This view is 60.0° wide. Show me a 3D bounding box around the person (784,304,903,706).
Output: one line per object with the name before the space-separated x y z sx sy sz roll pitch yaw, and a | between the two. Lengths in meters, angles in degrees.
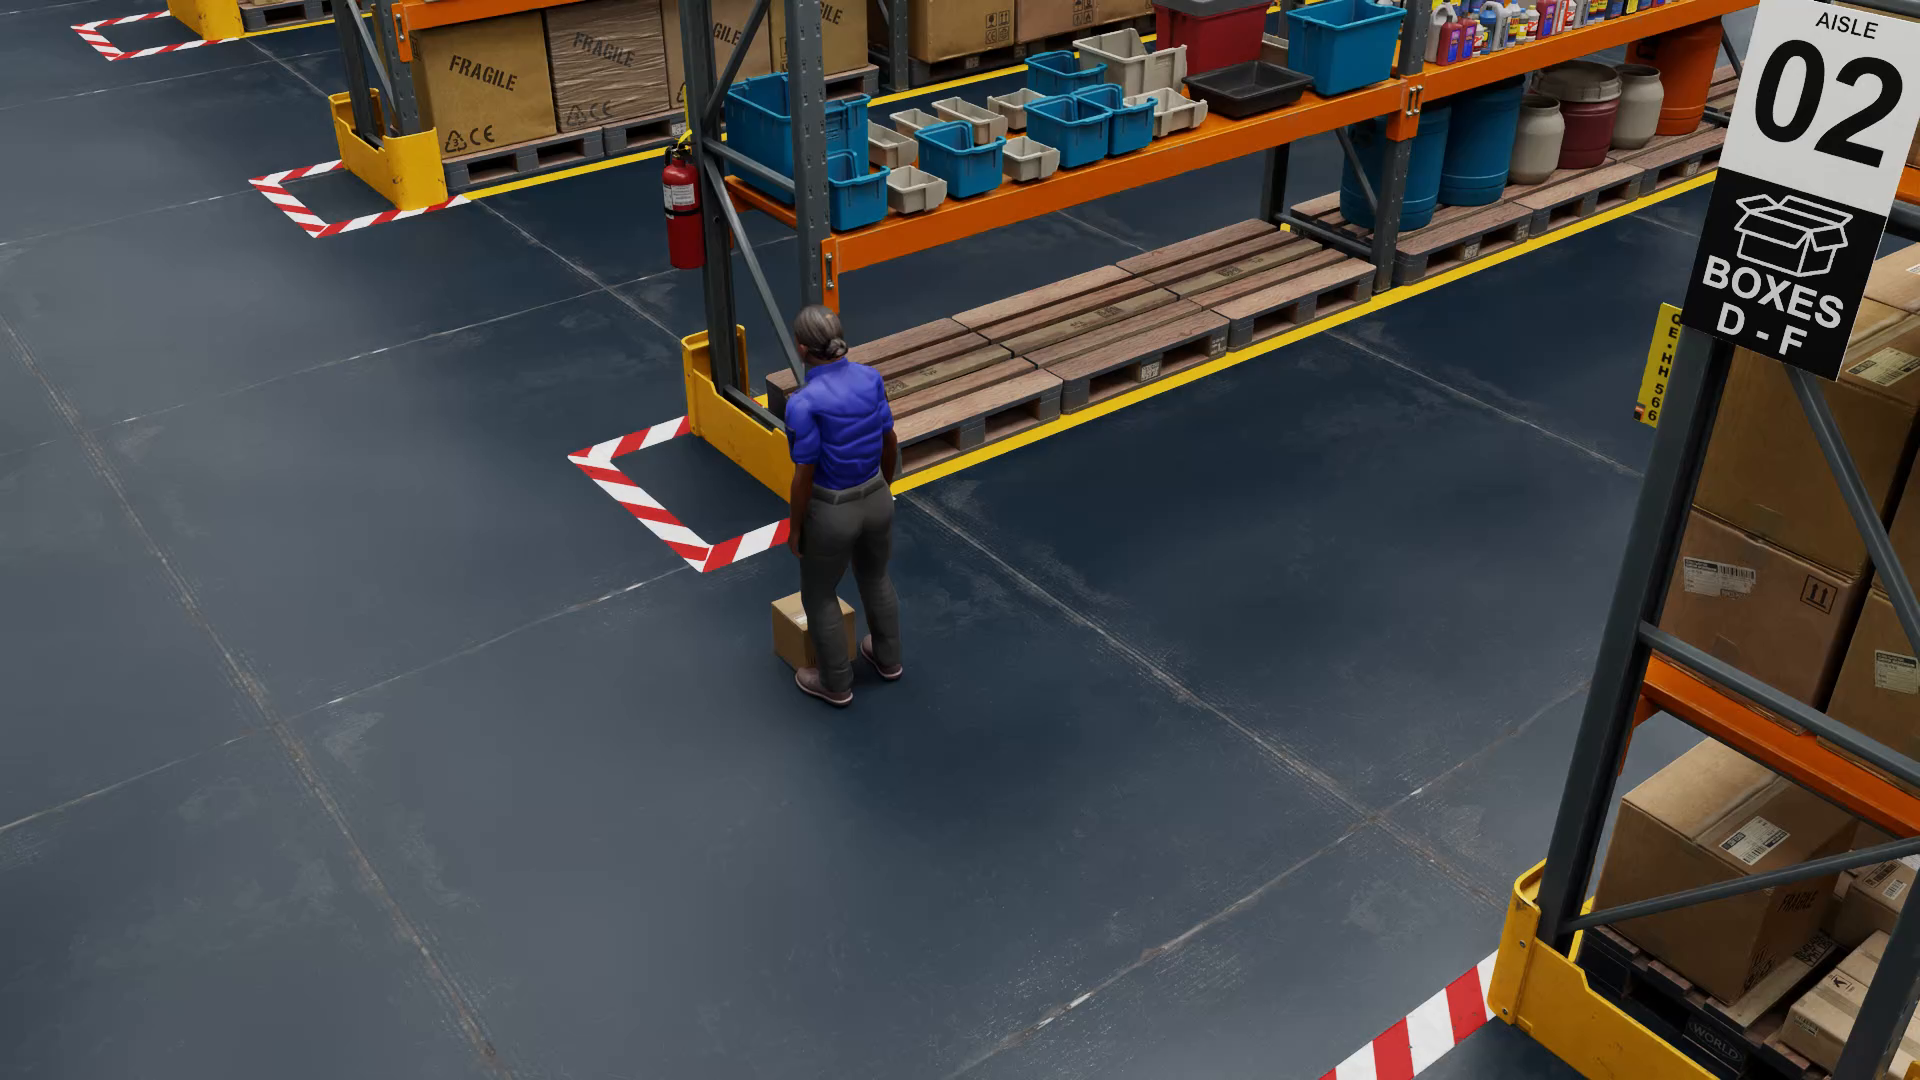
person | -0.445 -0.121 6.335 0.514 1.653 0.349 -24 40 -33
